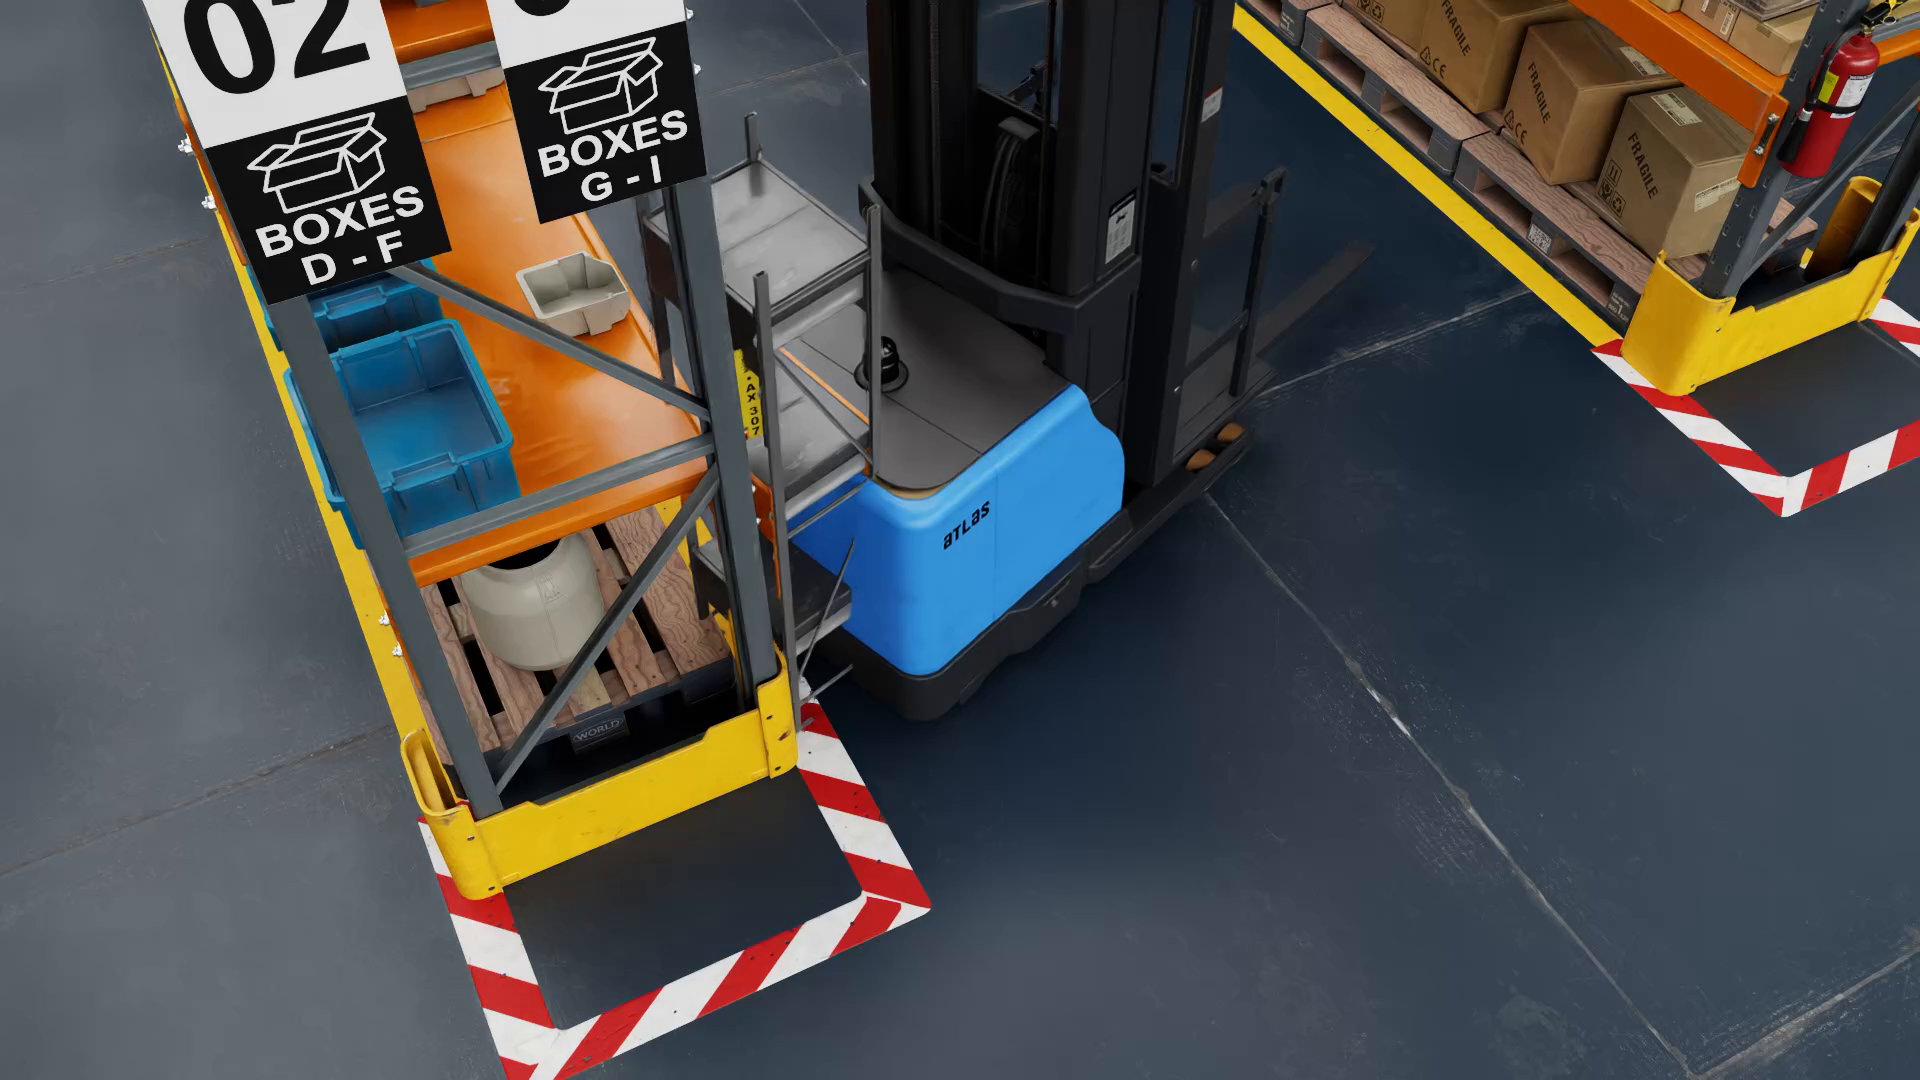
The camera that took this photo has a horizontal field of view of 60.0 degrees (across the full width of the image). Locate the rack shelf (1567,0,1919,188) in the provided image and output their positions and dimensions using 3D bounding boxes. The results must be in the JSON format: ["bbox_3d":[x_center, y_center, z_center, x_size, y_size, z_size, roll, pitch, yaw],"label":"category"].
[{"bbox_3d":[2.445,-2.921,7.290,1.077,0.370,4.000,-21,52,-18],"label":"rack shelf"}]

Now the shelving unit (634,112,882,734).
[{"bbox_3d":[-0.554,-0.235,5.029,0.431,2.100,0.503,-36,61,-26],"label":"shelving unit"}]

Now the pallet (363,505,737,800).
[{"bbox_3d":[-1.488,0.224,5.914,1.003,0.211,1.213,-21,52,-18],"label":"pallet"}]

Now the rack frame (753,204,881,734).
[{"bbox_3d":[-0.387,-0.092,4.924,0.400,2.100,0.015,-36,61,-26],"label":"rack frame"}]

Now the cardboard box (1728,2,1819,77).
[{"bbox_3d":[3.046,-1.856,6.048,0.380,0.149,0.250,-21,52,-18],"label":"cardboard box"}]

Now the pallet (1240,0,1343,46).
[{"bbox_3d":[1.868,-3.141,8.857,1.003,0.211,1.213,-21,52,-18],"label":"pallet"}]

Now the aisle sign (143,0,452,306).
[{"bbox_3d":[-1.275,-0.819,3.246,0.394,0.787,0.004,-21,52,-18],"label":"aisle sign"}]

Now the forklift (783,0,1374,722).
[{"bbox_3d":[0.497,-1.383,5.512,1.130,2.935,3.031,34,57,26],"label":"forklift"}]

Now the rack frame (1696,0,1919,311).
[{"bbox_3d":[3.360,-1.819,5.849,1.000,3.000,0.127,-21,52,-18],"label":"rack frame"}]

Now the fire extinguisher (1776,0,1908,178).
[{"bbox_3d":[3.002,-1.559,5.672,0.296,0.674,0.183,-21,52,-18],"label":"fire extinguisher"}]

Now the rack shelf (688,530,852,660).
[{"bbox_3d":[-0.579,0.205,5.590,0.431,0.518,0.480,-36,61,-26],"label":"rack shelf"}]

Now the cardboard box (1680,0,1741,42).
[{"bbox_3d":[2.932,-2.024,6.194,0.380,0.149,0.250,-21,52,-18],"label":"cardboard box"}]

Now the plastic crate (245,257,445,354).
[{"bbox_3d":[-1.831,-0.733,4.997,0.499,0.251,0.408,-21,52,-18],"label":"plastic crate"}]

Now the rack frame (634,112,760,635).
[{"bbox_3d":[-0.722,-0.378,5.134,0.400,2.100,0.015,-36,61,-26],"label":"rack frame"}]

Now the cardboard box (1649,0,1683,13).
[{"bbox_3d":[2.772,-2.174,6.325,0.380,0.149,0.250,-21,52,-18],"label":"cardboard box"}]

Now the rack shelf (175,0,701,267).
[{"bbox_3d":[-1.959,-2.203,4.669,1.077,0.370,4.000,-21,52,-18],"label":"rack shelf"}]

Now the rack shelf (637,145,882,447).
[{"bbox_3d":[-0.530,-0.658,4.489,0.431,0.518,0.480,-36,61,-26],"label":"rack shelf"}]

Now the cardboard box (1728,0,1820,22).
[{"bbox_3d":[3.133,-2.328,6.029,0.875,0.500,0.500,-21,52,-18],"label":"cardboard box"}]

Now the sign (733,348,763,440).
[{"bbox_3d":[-0.553,-0.391,4.415,0.100,0.325,0.005,-21,52,-18],"label":"sign"}]

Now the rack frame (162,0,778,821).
[{"bbox_3d":[-1.044,-0.113,4.356,1.000,3.000,0.127,-21,52,-18],"label":"rack frame"}]

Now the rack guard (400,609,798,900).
[{"bbox_3d":[-1.121,0.675,5.328,1.175,0.500,0.348,-21,52,-18],"label":"rack guard"}]

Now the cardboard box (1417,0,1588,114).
[{"bbox_3d":[2.515,-2.372,7.714,0.500,0.500,0.500,-17,51,-14],"label":"cardboard box"}]

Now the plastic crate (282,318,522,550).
[{"bbox_3d":[-1.539,-0.296,4.615,0.499,0.251,0.616,-21,52,-18],"label":"plastic crate"}]

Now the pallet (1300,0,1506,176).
[{"bbox_3d":[2.430,-2.324,8.142,1.003,0.211,1.213,-21,52,-18],"label":"pallet"}]

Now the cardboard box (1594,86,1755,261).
[{"bbox_3d":[3.089,-1.559,7.002,0.500,0.500,0.500,-13,50,-11],"label":"cardboard box"}]

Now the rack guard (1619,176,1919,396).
[{"bbox_3d":[3.325,-1.047,6.834,1.175,0.500,0.348,-21,52,-18],"label":"rack guard"}]

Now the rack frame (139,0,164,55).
[{"bbox_3d":[-1.044,-2.089,2.098,1.000,3.000,0.127,-21,52,-18],"label":"rack frame"}]

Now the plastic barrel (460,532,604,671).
[{"bbox_3d":[-1.413,0.153,5.497,0.421,0.512,0.421,0,49,0],"label":"plastic barrel"}]

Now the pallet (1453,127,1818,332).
[{"bbox_3d":[2.985,-1.508,7.429,1.003,0.211,1.213,-21,52,-18],"label":"pallet"}]

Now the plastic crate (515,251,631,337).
[{"bbox_3d":[-1.168,-0.736,5.077,0.298,0.136,0.250,-21,52,-18],"label":"plastic crate"}]

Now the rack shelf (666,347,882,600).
[{"bbox_3d":[-0.555,-0.226,5.040,0.431,0.518,0.480,-36,61,-26],"label":"rack shelf"}]

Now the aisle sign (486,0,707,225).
[{"bbox_3d":[-0.751,-1.022,3.424,0.394,0.787,0.004,-21,52,-18],"label":"aisle sign"}]

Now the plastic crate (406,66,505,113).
[{"bbox_3d":[-1.906,-1.704,5.923,0.530,0.136,0.437,-21,52,-18],"label":"plastic crate"}]

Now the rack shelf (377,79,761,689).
[{"bbox_3d":[-1.959,-1.215,5.798,1.077,0.370,4.000,-21,52,-18],"label":"rack shelf"}]

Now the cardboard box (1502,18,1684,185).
[{"bbox_3d":[2.785,-1.947,7.342,0.500,0.500,0.500,-9,49,-8],"label":"cardboard box"}]

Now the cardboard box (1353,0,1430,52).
[{"bbox_3d":[2.300,-2.761,8.054,0.500,0.500,0.500,-26,54,-21],"label":"cardboard box"}]

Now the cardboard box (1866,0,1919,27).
[{"bbox_3d":[3.441,-2.010,6.182,0.380,0.149,0.250,-21,52,-18],"label":"cardboard box"}]

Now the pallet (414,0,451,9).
[{"bbox_3d":[-1.336,-1.626,3.812,1.003,0.211,1.213,-21,52,-18],"label":"pallet"}]
